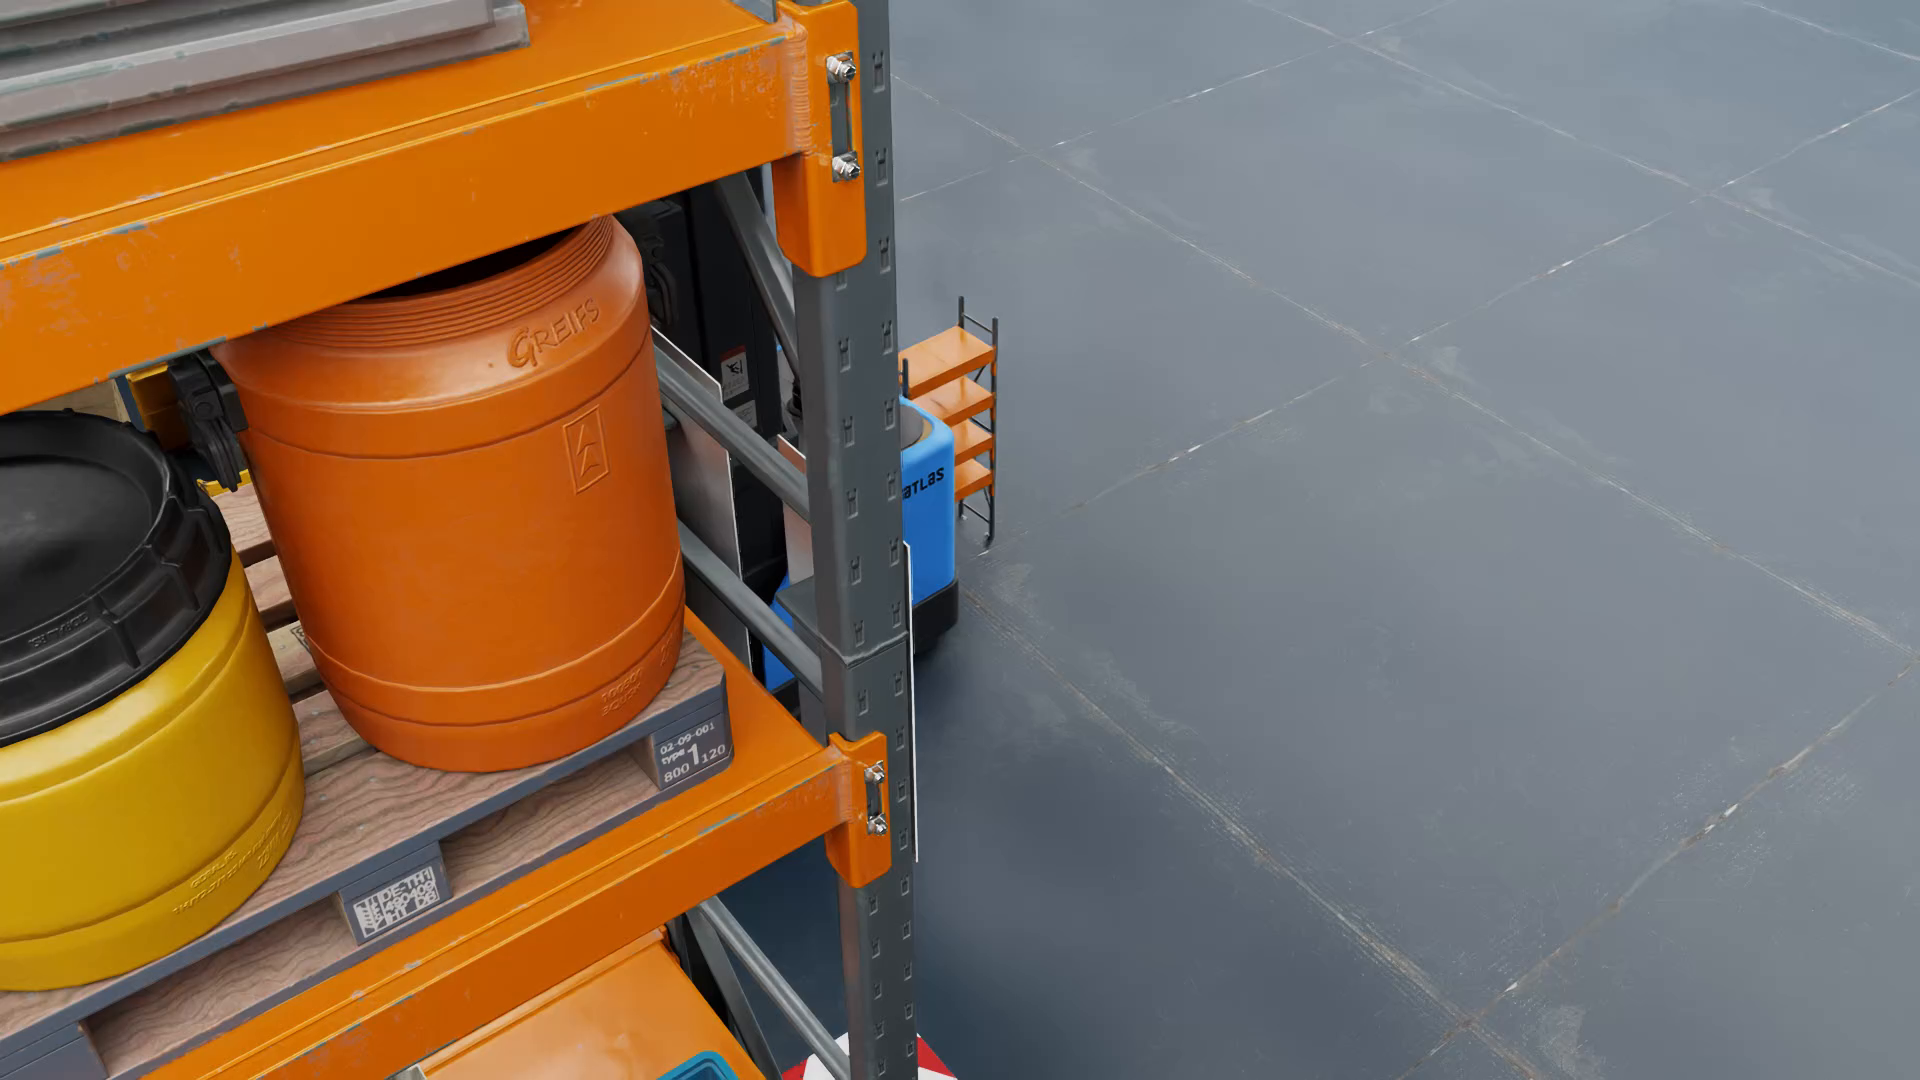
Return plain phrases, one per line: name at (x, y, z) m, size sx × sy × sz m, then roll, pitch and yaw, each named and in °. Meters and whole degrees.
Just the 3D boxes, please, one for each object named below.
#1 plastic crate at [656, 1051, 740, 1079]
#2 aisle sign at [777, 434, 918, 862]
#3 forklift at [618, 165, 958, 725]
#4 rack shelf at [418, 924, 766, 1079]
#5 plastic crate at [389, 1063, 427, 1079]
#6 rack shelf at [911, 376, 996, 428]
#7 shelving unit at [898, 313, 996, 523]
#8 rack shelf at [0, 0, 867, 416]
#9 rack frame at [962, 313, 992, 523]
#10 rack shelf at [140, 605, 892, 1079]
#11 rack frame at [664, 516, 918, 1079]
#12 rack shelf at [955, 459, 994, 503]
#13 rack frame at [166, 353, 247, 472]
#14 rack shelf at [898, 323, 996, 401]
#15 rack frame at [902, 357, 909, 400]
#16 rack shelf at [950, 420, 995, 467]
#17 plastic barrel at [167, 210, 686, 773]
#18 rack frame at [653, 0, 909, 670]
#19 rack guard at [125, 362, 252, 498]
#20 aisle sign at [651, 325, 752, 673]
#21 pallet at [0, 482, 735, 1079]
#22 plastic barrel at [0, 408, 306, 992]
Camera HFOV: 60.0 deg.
plastic crate at (-0.655, 1.501, 3.672) m, size 0.616 × 0.251 × 0.499 m, roll -26°, pitch 46°, yaw -28°
aisle sign at (-0.203, 0.216, 3.071) m, size 0.004 × 0.787 × 0.394 m, roll -26°, pitch 46°, yaw -28°
forklift at (-8.887, -3.689, 9.936) m, size 6.886 × 2.935 × 18.991 m, roll -30°, pitch 48°, yaw -31°
rack shelf at (-2.027, 2.151, 3.330) m, size 4.000 × 0.370 × 1.077 m, roll -26°, pitch 46°, yaw -28°
plastic crate at (-1.346, 1.386, 3.903) m, size 0.250 × 0.136 × 0.298 m, roll -26°, pitch 46°, yaw -28°
rack shelf at (-0.108, -0.546, 7.223) m, size 0.480 × 0.148 × 0.258 m, roll -29°, pitch 47°, yaw -30°
shelving unit at (-0.110, -0.424, 7.321) m, size 0.499 × 1.200 × 0.258 m, roll -29°, pitch 47°, yaw -30°
rack shelf at (-2.027, -0.014, 1.554) m, size 4.000 × 0.370 × 1.077 m, roll -26°, pitch 46°, yaw -28°
rack frame at (0.076, -0.526, 7.446) m, size 0.006 × 1.046 × 0.228 m, roll -29°, pitch 47°, yaw -30°
rack shelf at (-2.027, 0.991, 2.379) m, size 4.000 × 0.370 × 1.077 m, roll -26°, pitch 46°, yaw -28°
rack frame at (-0.441, 1.100, 4.044) m, size 0.127 × 3.000 × 1.000 m, roll -26°, pitch 46°, yaw -28°
rack shelf at (-0.108, -0.220, 7.491) m, size 0.480 × 0.148 × 0.258 m, roll -29°, pitch 47°, yaw -30°
rack frame at (-3.459, -1.391, 7.080) m, size 0.127 × 3.000 × 1.000 m, roll -26°, pitch 46°, yaw -28°
rack shelf at (-0.108, -0.729, 7.073) m, size 0.480 × 0.148 × 0.258 m, roll -29°, pitch 47°, yaw -30°
rack frame at (-0.293, -0.324, 7.199) m, size 0.015 × 1.200 × 0.240 m, roll -29°, pitch 47°, yaw -30°
rack shelf at (-0.108, -0.373, 7.365) m, size 0.480 × 0.148 × 0.258 m, roll -29°, pitch 47°, yaw -30°
plastic barrel at (-0.749, -0.136, 2.517) m, size 0.708 × 0.830 × 0.600 m, roll -26°, pitch 46°, yaw -28°
rack frame at (-0.441, -1.219, 2.141) m, size 0.127 × 3.000 × 1.000 m, roll -26°, pitch 46°, yaw -28°
rack guard at (-3.519, -0.395, 7.837) m, size 0.348 × 0.500 × 1.175 m, roll -26°, pitch 46°, yaw -28°
aisle sign at (-0.562, -0.080, 3.433) m, size 0.004 × 0.787 × 0.394 m, roll -26°, pitch 46°, yaw -28°
pallet at (-1.156, 0.284, 2.823) m, size 1.213 × 0.211 × 1.003 m, roll -26°, pitch 46°, yaw -28°
plastic barrel at (-1.267, 0.210, 2.285) m, size 0.600 × 0.588 × 0.600 m, roll 0°, pitch 39°, yaw 0°
